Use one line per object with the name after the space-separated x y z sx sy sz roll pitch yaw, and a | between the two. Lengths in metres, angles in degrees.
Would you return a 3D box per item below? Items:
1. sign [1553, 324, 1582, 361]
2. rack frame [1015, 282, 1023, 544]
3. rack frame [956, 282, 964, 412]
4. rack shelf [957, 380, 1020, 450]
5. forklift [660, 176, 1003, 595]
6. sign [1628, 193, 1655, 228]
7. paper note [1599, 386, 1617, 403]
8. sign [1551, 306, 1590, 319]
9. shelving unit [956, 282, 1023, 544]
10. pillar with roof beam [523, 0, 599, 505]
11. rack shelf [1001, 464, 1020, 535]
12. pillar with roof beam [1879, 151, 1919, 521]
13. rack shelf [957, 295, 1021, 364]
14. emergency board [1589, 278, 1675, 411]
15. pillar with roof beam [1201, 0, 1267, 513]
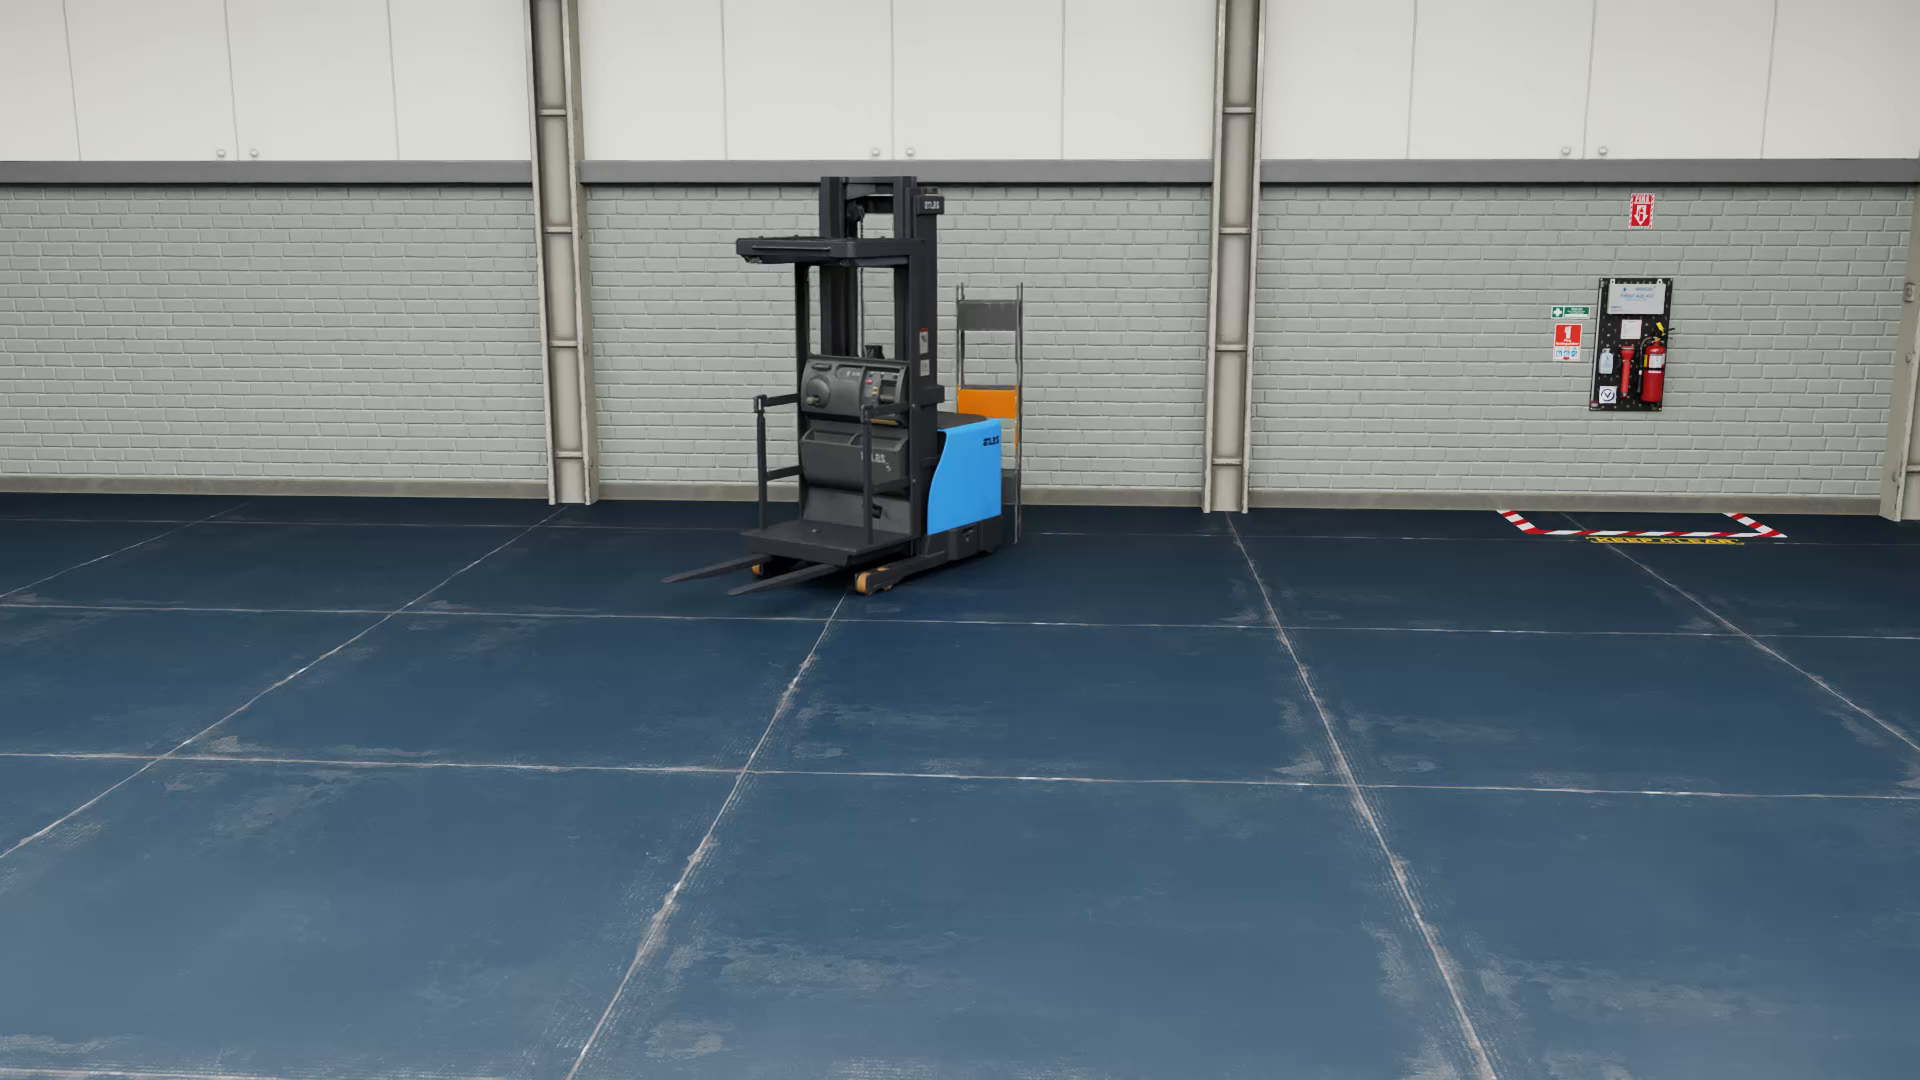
5.378 -1.750 14.721 0.234 0.329 0.001 1 12 4 | sign
0.483 -1.035 13.589 0.015 2.100 0.400 1 12 7 | rack frame
-0.001 -1.048 13.648 0.015 2.100 0.400 1 12 7 | rack frame
0.241 -1.028 13.621 0.480 0.518 0.431 1 12 7 | rack shelf
-0.909 -1.151 12.113 1.130 2.935 3.031 8 14 34 | forklift
5.921 -2.859 14.448 0.199 0.298 0.001 1 12 4 | sign
5.751 -1.289 14.757 0.142 0.148 0.016 1 12 4 | paper note
5.382 -2.007 14.657 0.331 0.109 0.001 1 12 4 | sign
0.241 -1.041 13.618 0.503 2.100 0.431 1 12 7 | shelving unit
-3.875 -3.883 10.355 0.400 9.000 9.100 1 12 4 | pillar with roof beam
0.241 -0.343 13.765 0.480 0.518 0.431 1 12 7 | rack shelf
8.098 -3.719 9.570 0.400 9.000 9.100 1 12 4 | pillar with roof beam
0.241 -1.713 13.478 0.480 0.518 0.431 1 12 7 | rack shelf
5.923 -1.704 14.587 0.643 1.169 0.194 1 12 4 | emergency board
2.111 -3.801 9.962 0.400 9.000 9.100 1 12 4 | pillar with roof beam
